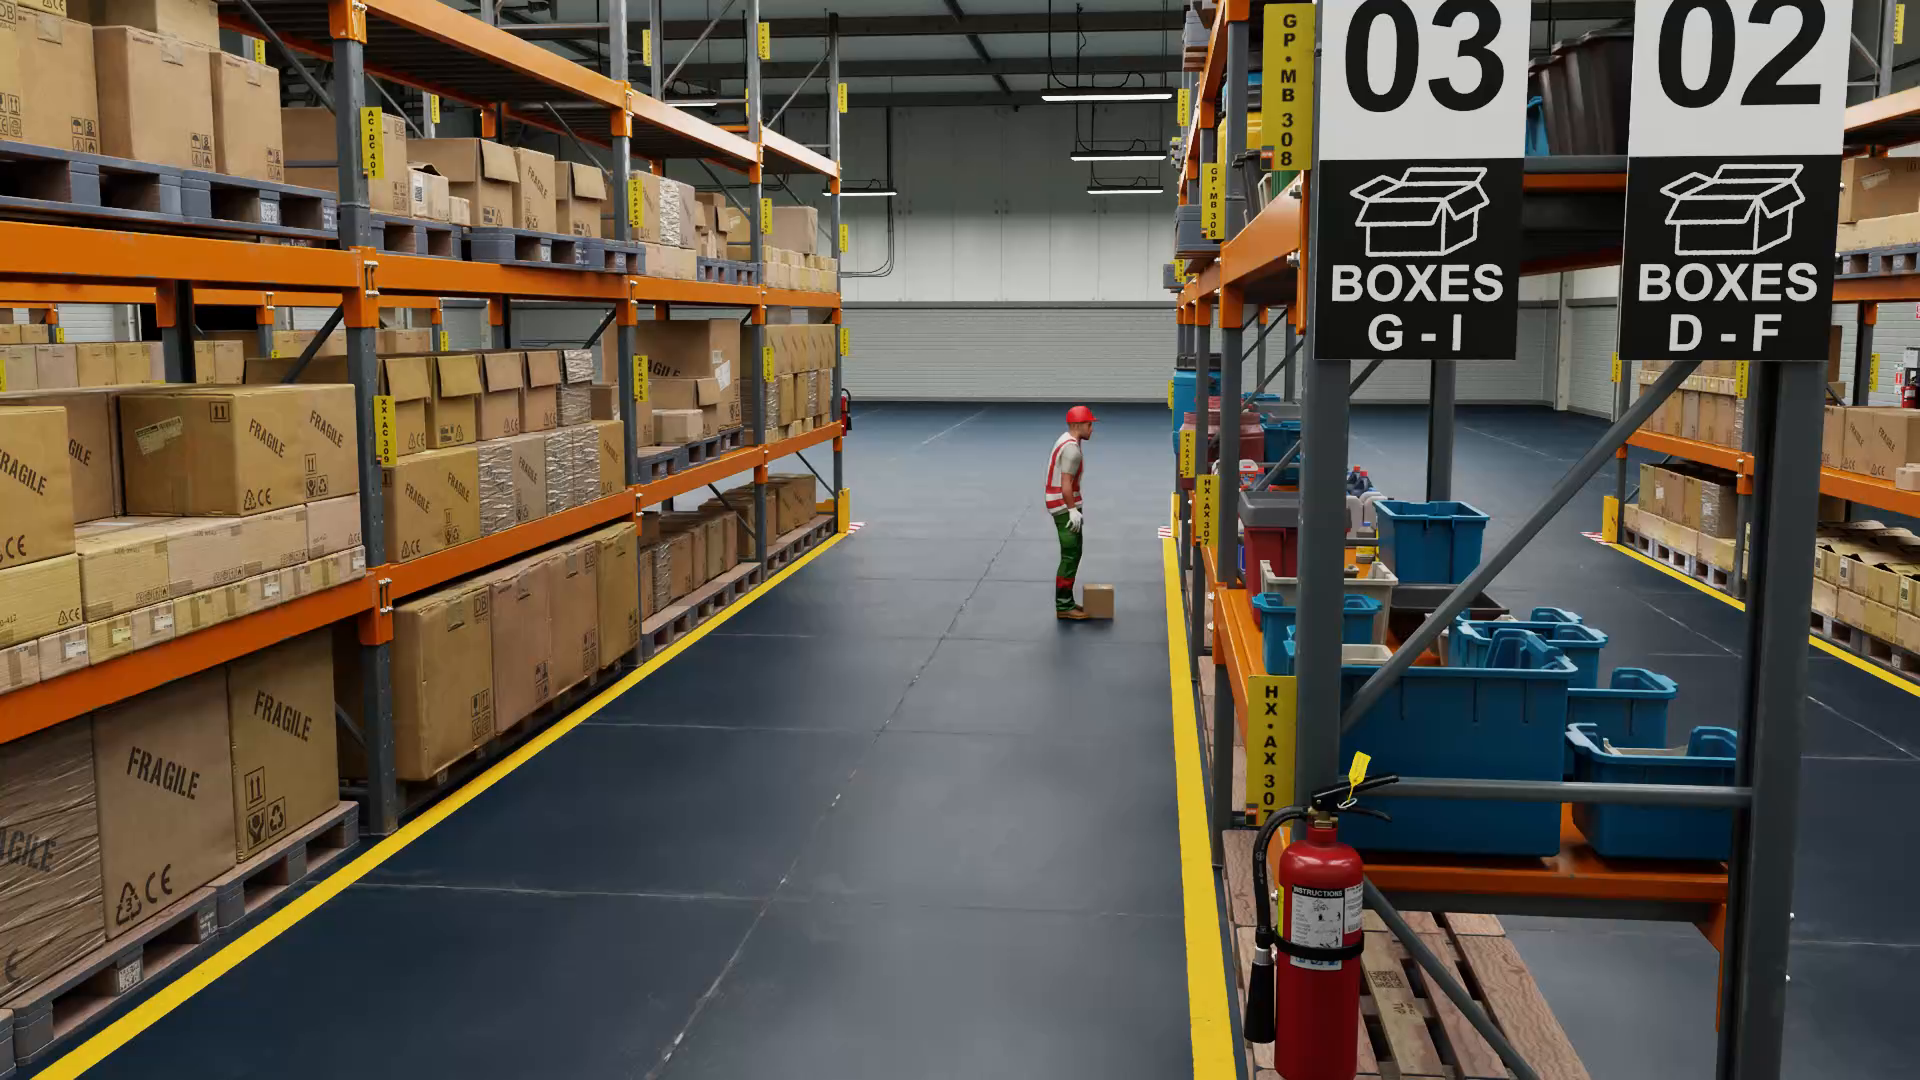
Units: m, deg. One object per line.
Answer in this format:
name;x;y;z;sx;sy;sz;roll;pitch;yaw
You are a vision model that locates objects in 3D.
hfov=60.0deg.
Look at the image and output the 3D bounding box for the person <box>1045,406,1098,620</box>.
person;0.946;-0.241;14.069;0.453;1.778;0.617;0;8;3
